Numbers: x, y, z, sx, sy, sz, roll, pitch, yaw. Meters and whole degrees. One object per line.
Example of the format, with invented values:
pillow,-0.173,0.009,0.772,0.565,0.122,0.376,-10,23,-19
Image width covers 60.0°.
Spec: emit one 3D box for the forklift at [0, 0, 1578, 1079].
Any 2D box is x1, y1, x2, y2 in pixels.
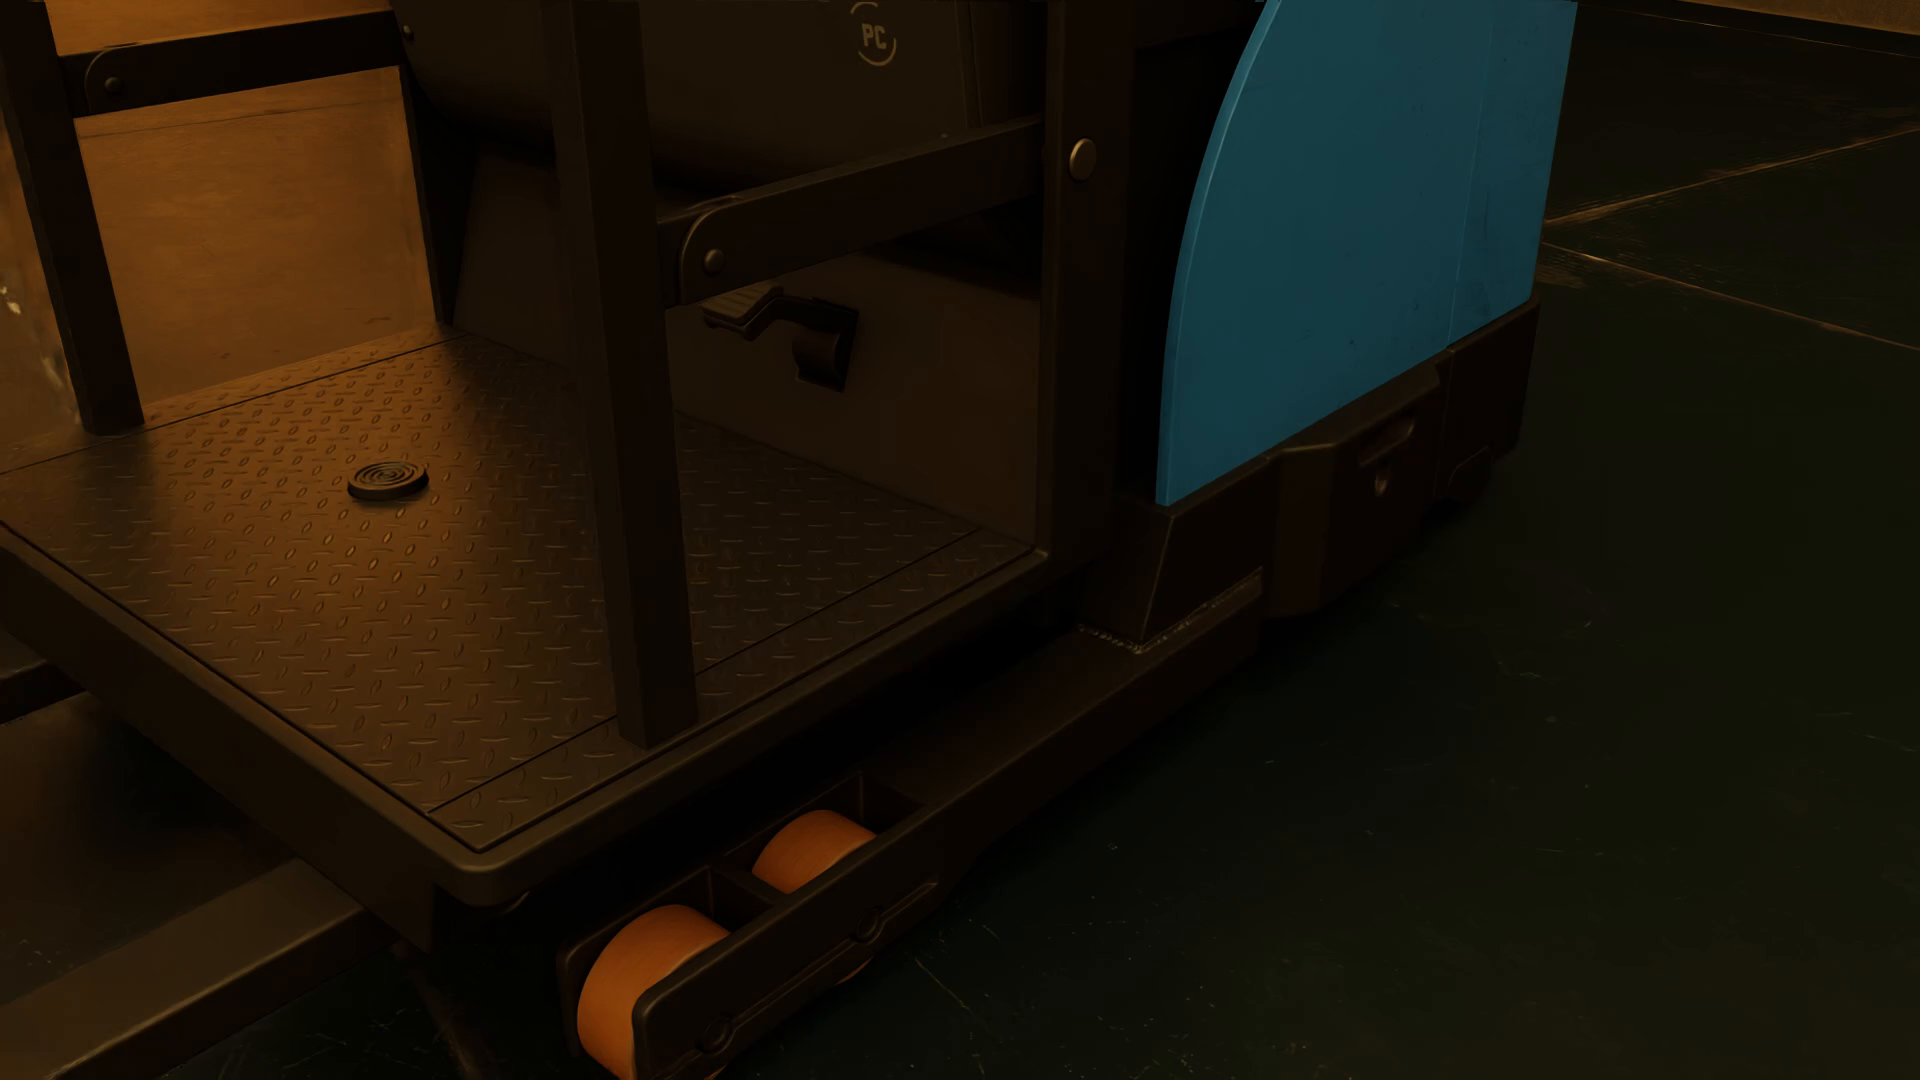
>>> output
forklift,-0.450,-1.065,1.354,1.130,2.935,3.031,21,34,36
